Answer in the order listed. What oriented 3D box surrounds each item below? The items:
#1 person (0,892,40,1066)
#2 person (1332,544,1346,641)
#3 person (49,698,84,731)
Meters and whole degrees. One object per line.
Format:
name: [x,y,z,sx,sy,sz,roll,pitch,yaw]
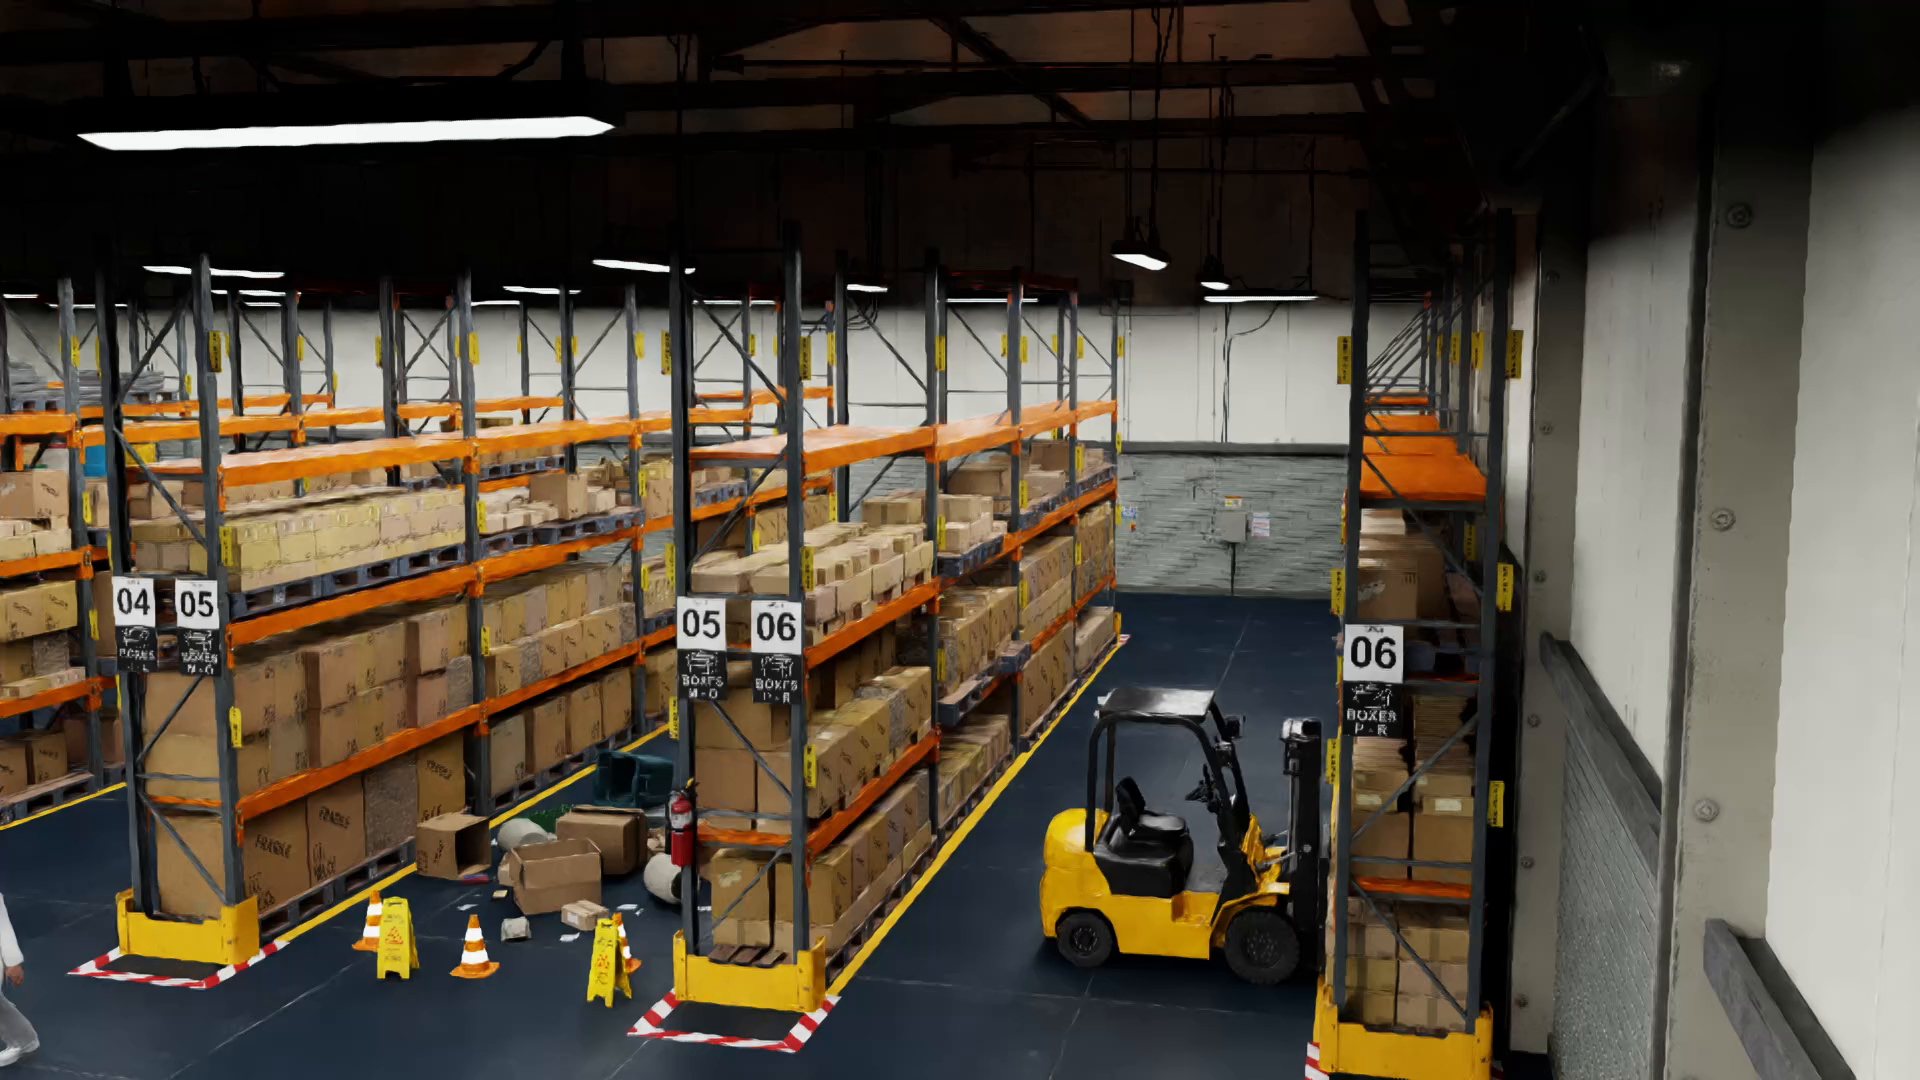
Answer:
person: [-6.798,2.928,11.362,0.598,1.698,1.172,2,7,16]
person: [6.692,0.852,28.276,0.571,1.768,0.576,-3,7,-20]
person: [-11.389,1.808,20.984,0.448,1.590,1.110,2,7,16]
